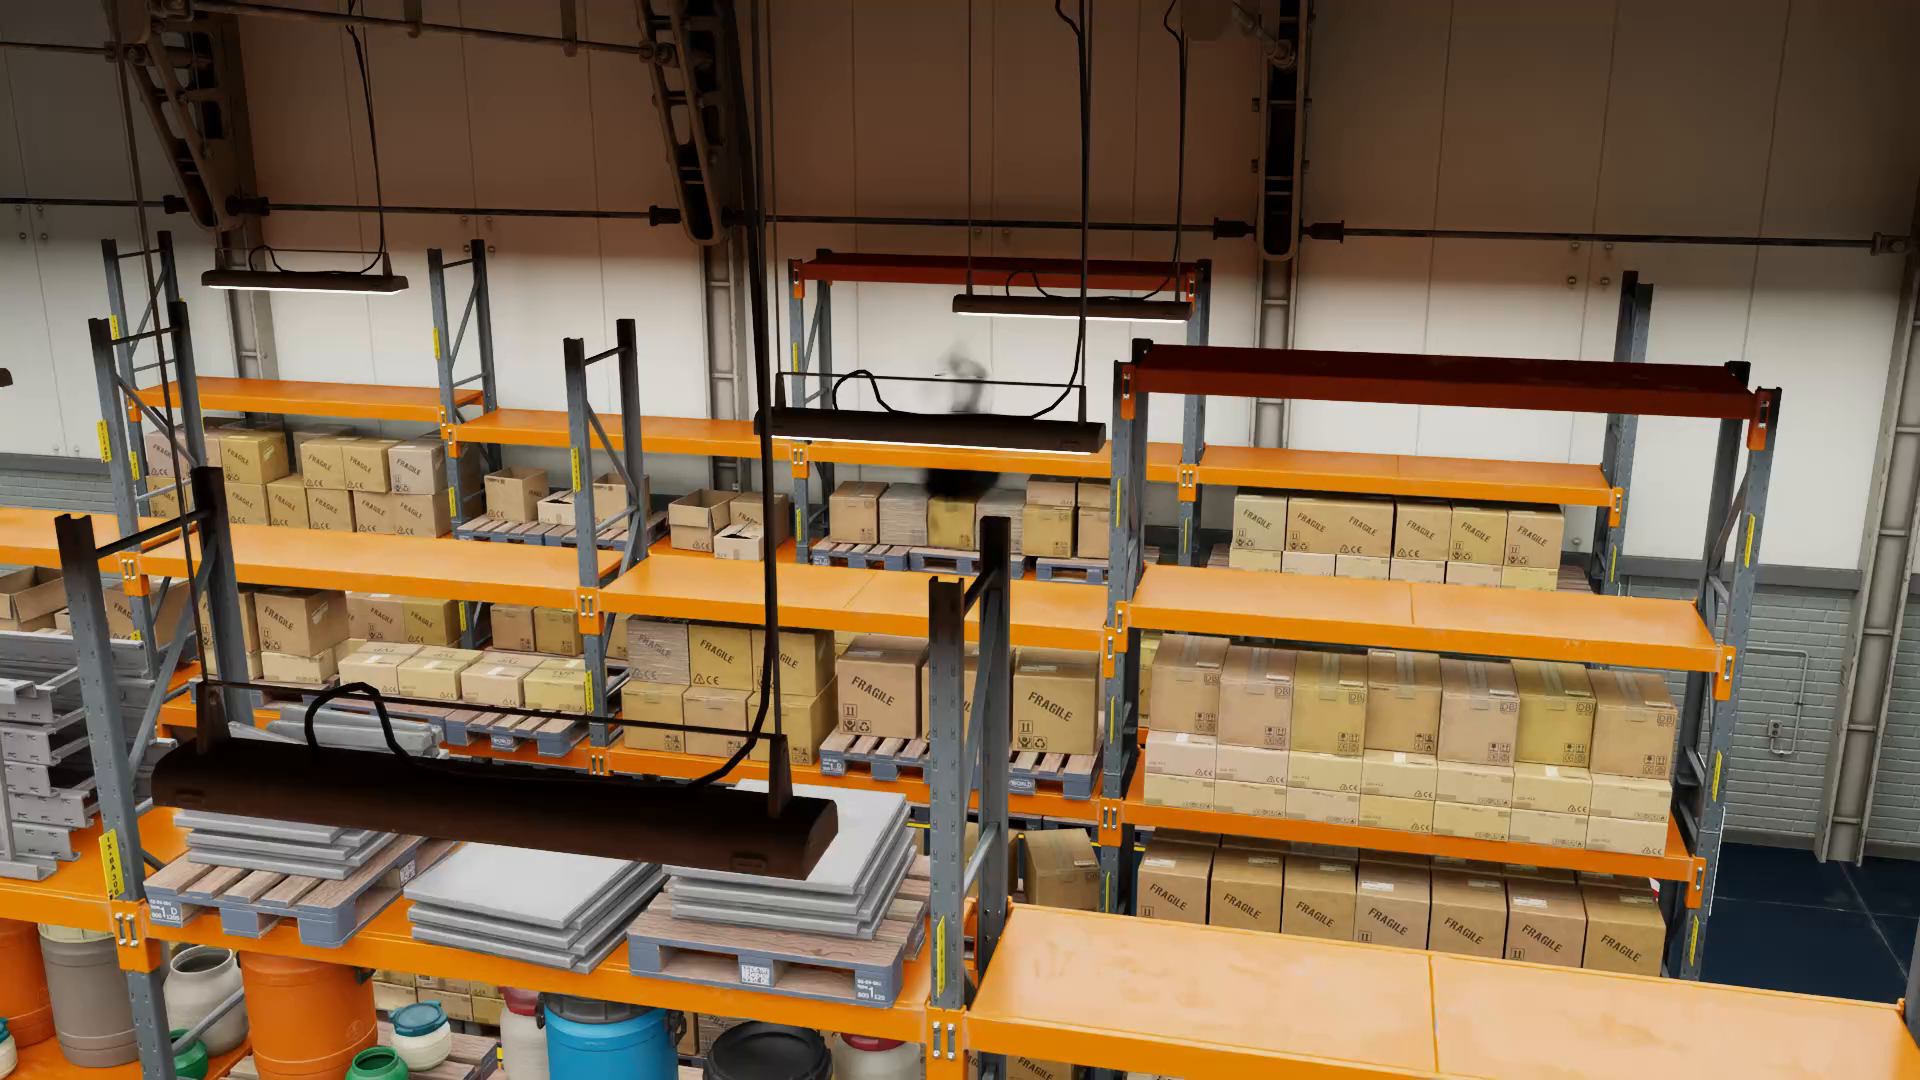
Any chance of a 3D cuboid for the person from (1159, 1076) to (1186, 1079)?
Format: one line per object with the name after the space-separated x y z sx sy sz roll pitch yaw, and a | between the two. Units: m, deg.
1.439 4.224 10.939 0.800 1.806 0.627 1 16 3 | person
